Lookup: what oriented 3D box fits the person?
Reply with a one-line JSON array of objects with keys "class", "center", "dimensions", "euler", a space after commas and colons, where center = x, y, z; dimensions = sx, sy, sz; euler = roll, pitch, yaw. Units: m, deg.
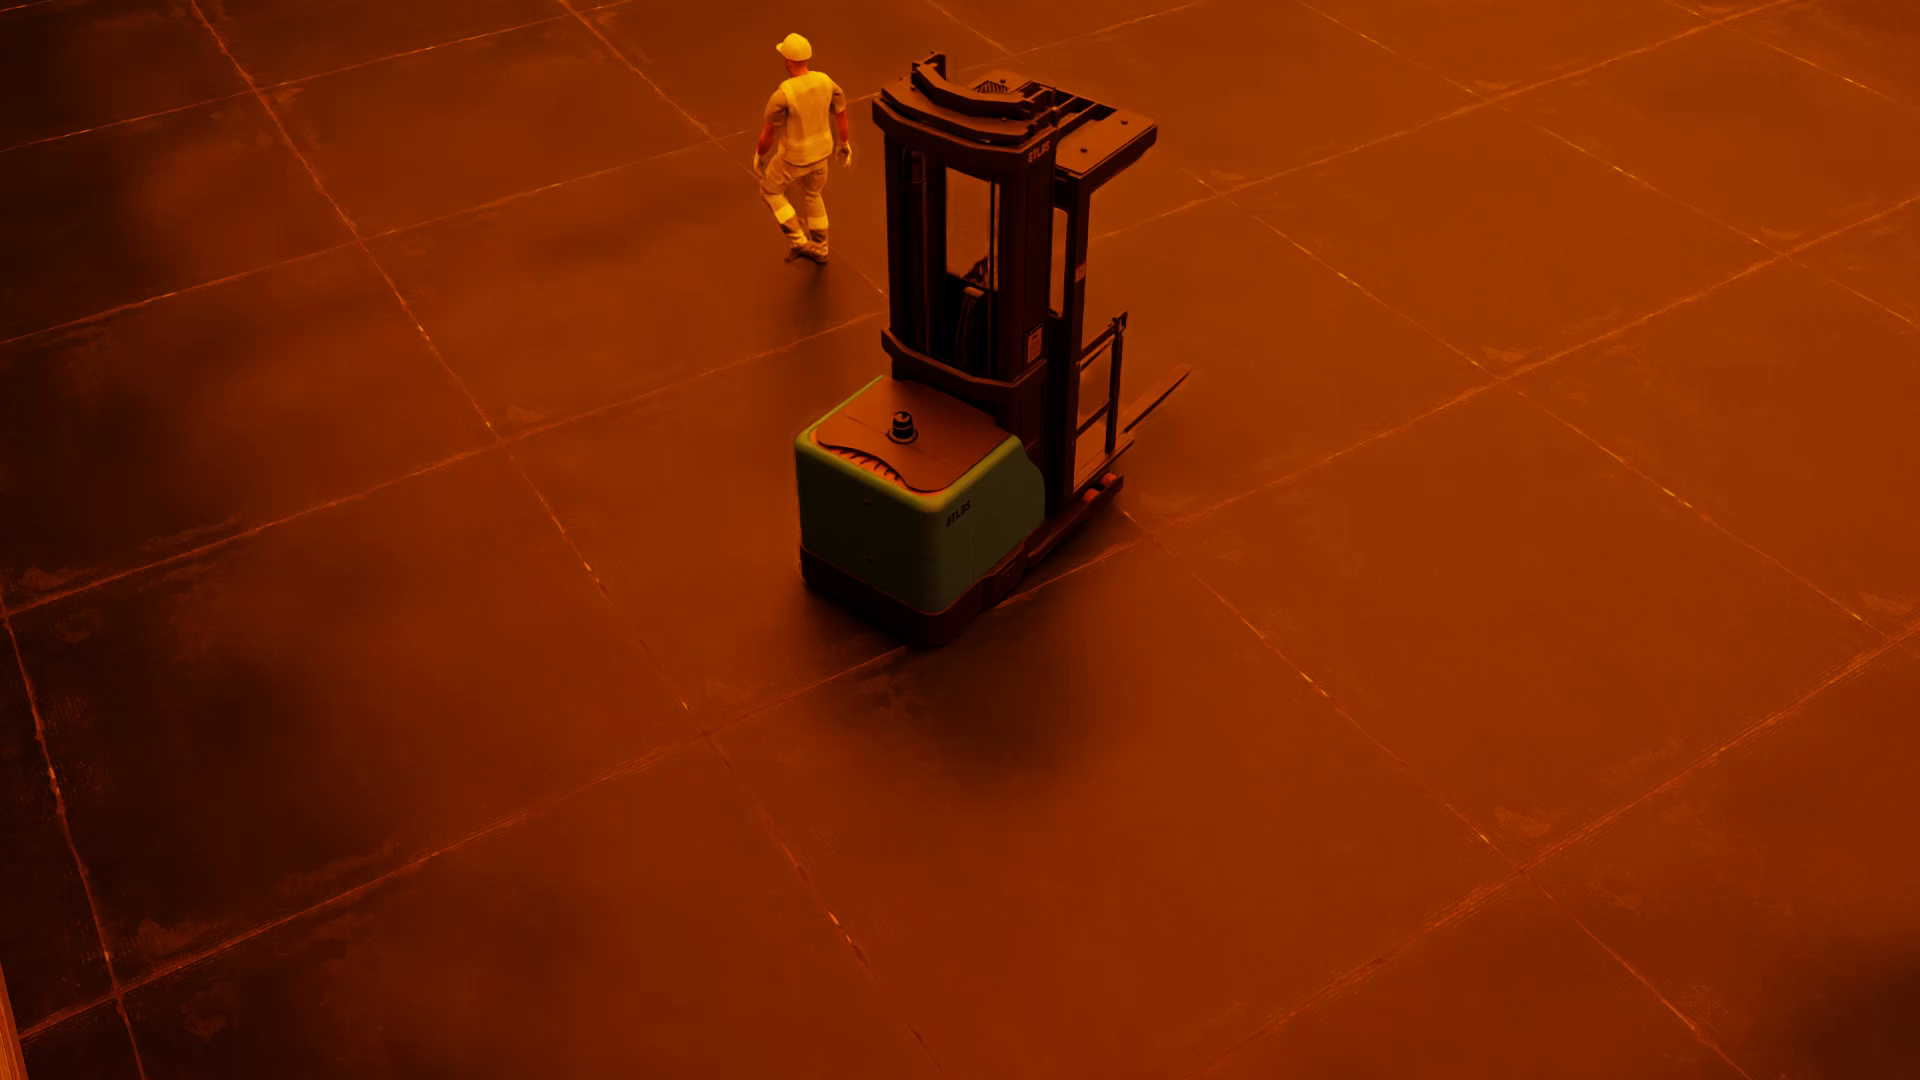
[{"class": "person", "center": [-1.159, -2.790, 11.950], "dimensions": [0.719, 1.767, 0.468], "euler": [-28, 48, -28]}]

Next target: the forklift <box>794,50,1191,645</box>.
[{"class": "forklift", "center": [0.362, -1.431, 9.509], "dimensions": [1.130, 2.935, 3.031], "euler": [27, 48, 27]}]
